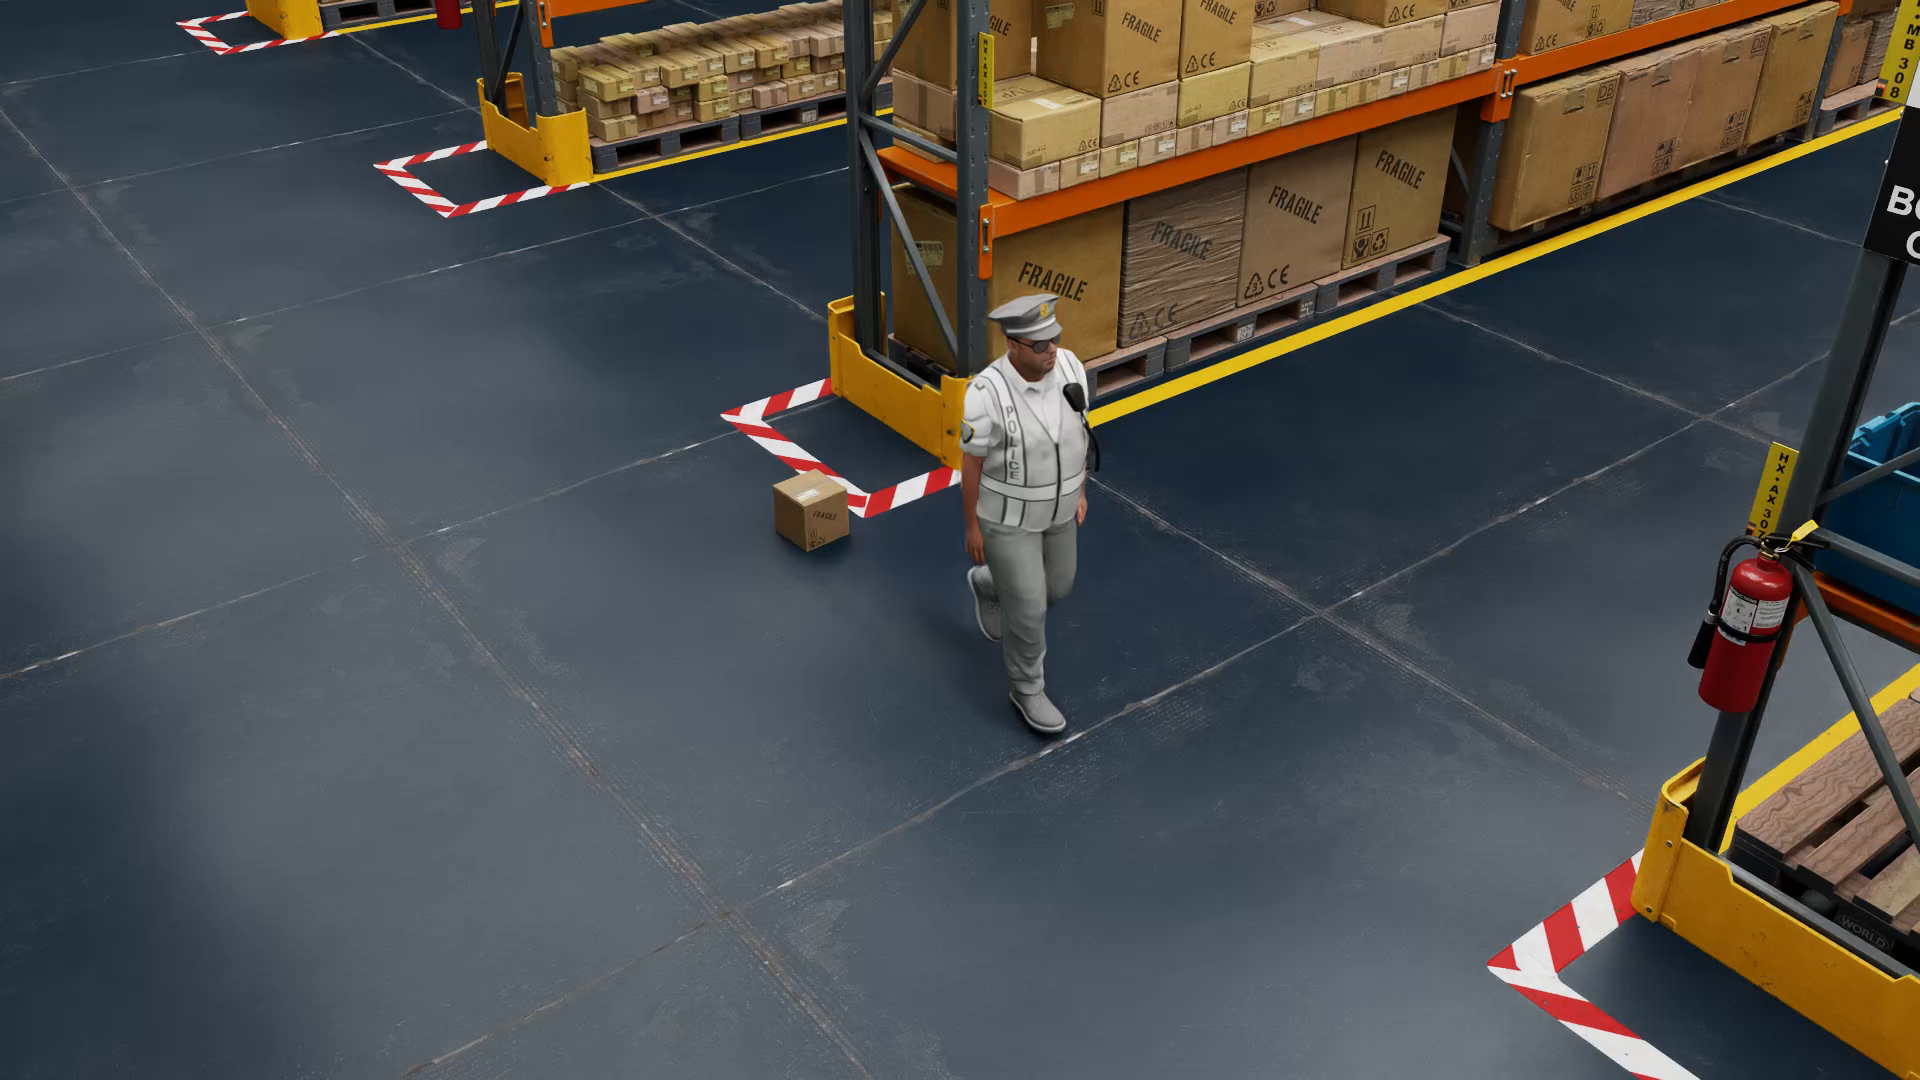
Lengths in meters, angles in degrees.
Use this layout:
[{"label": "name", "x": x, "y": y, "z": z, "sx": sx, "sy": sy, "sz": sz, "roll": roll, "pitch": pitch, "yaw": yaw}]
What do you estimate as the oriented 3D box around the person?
[{"label": "person", "x": 0.227, "y": -0.175, "z": 6.364, "sx": 0.548, "sy": 1.739, "sz": 0.816, "roll": -21, "pitch": 37, "yaw": -29}]
